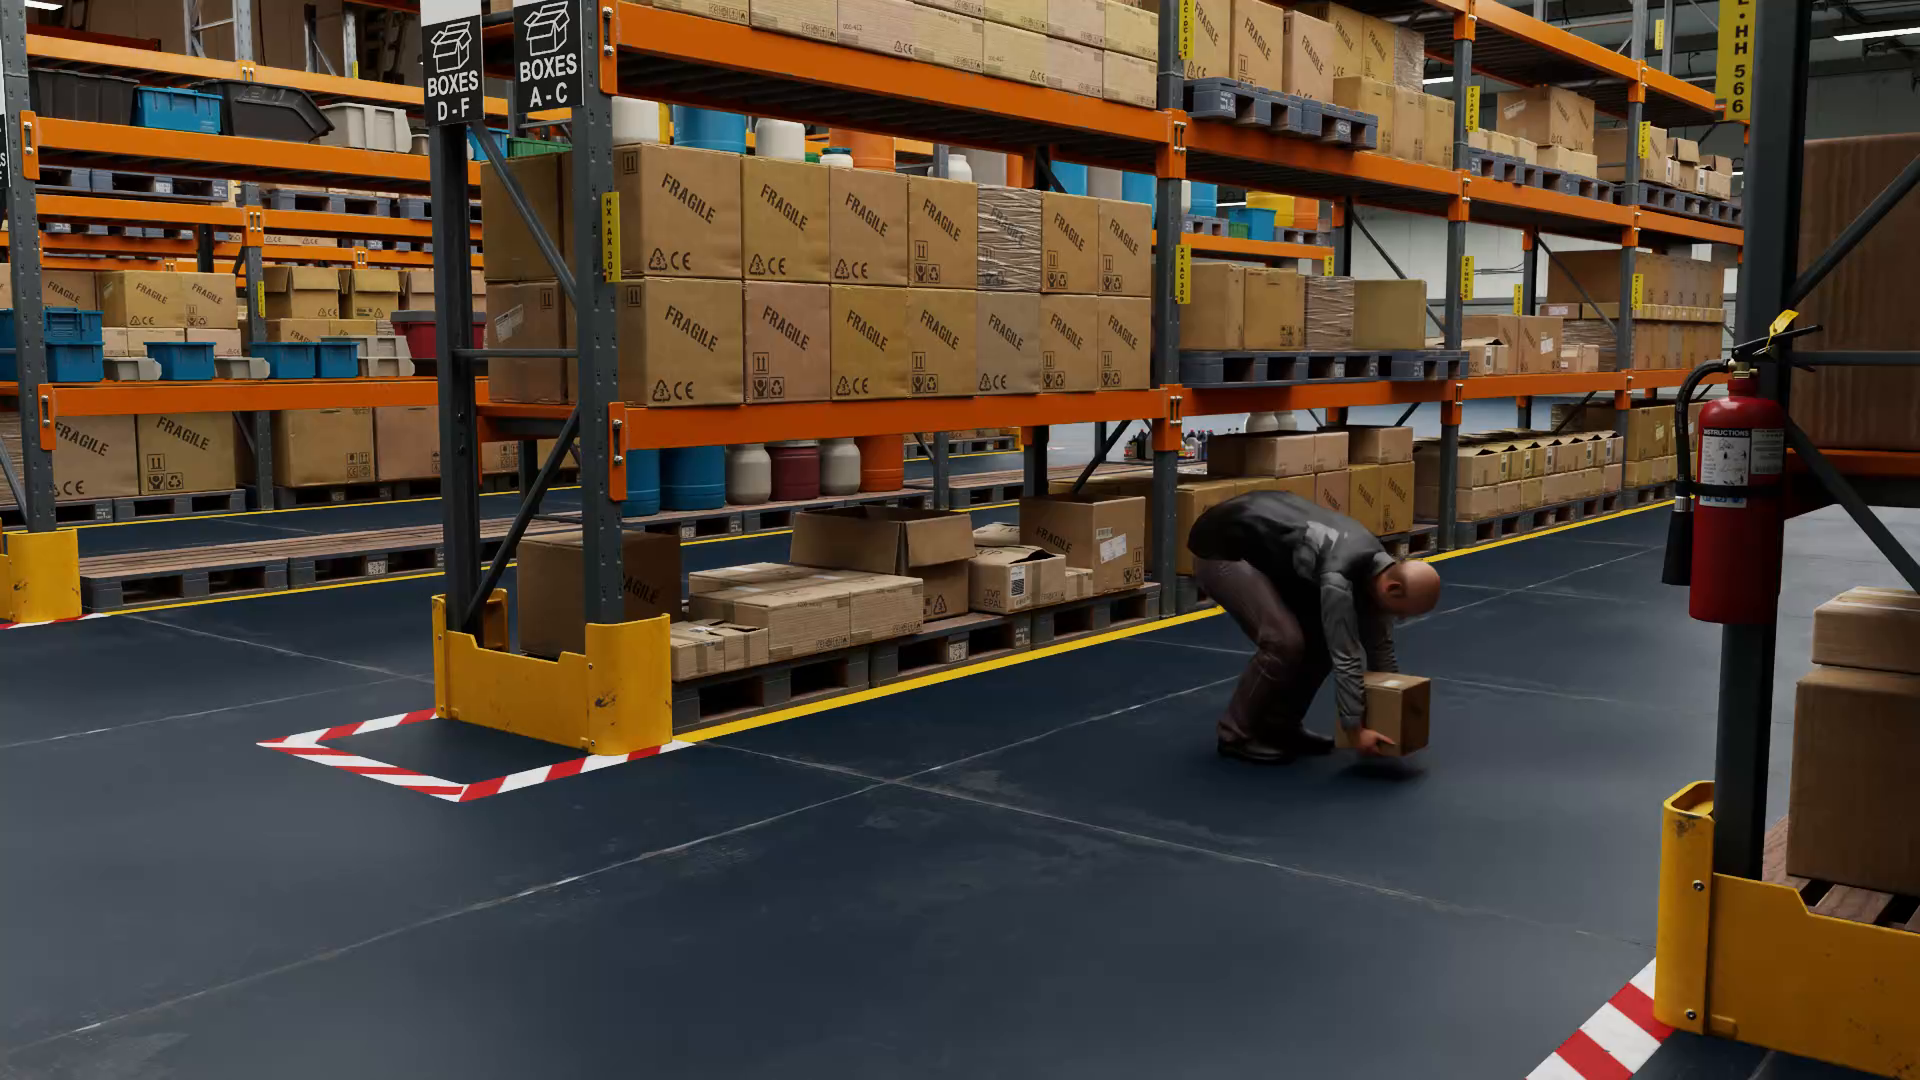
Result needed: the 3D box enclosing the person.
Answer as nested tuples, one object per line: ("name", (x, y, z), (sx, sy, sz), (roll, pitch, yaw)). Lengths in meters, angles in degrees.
("person", (1.312, 0.322, 6.184), (0.946, 1.001, 0.492), (5, 8, 36))
